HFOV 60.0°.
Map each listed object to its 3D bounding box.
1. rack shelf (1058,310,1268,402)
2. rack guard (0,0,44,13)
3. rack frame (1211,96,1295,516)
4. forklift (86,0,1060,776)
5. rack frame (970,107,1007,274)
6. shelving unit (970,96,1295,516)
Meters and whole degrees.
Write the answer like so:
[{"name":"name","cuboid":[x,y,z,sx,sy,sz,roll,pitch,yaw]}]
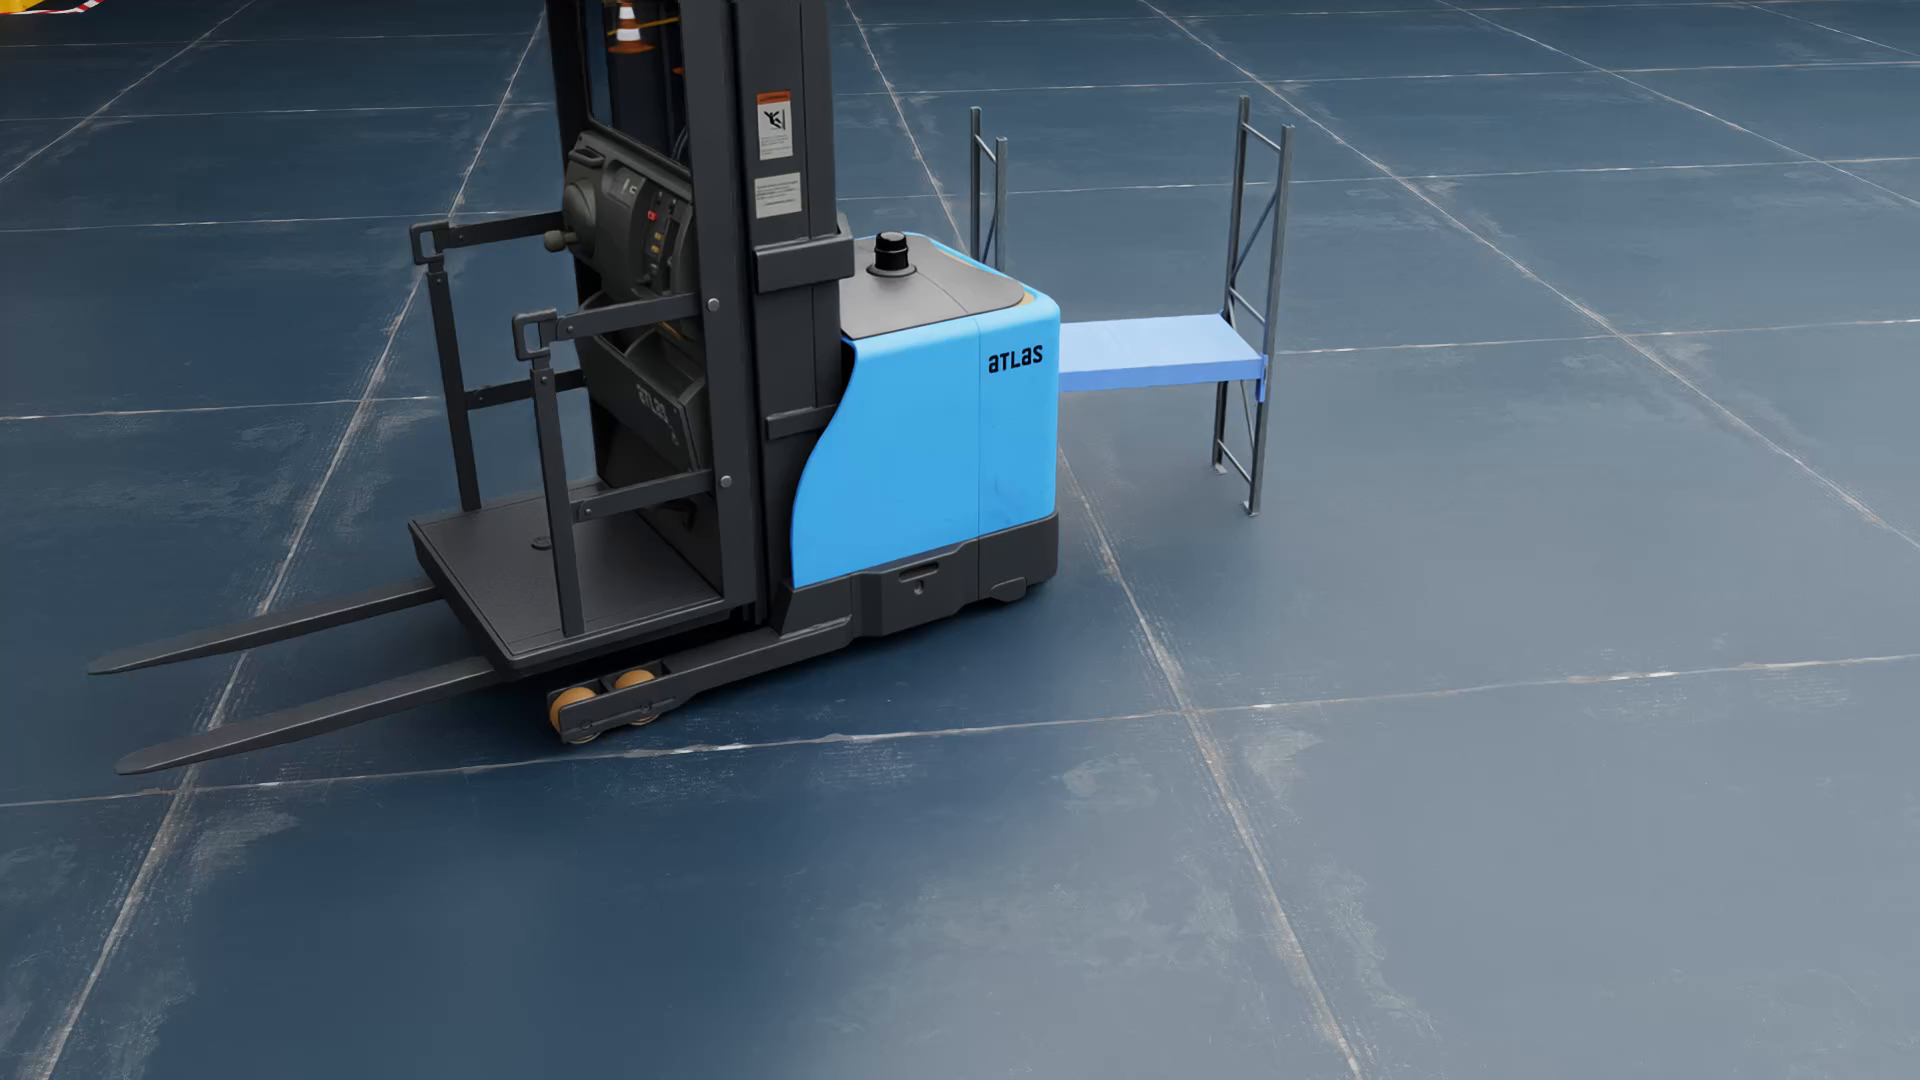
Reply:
[{"name":"rack shelf","cuboid":[0.598,-0.671,6.309,1.000,0.185,0.538,-5,28,-9]},{"name":"rack guard","cuboid":[-9.502,-5.673,16.759,0.348,0.500,1.175,-4,27,-7]},{"name":"rack frame","cuboid":[1.098,-0.873,6.309,0.032,1.500,0.500,-5,28,-9]},{"name":"forklift","cuboid":[-1.179,-0.962,4.914,3.031,2.935,1.130,-16,31,-28]},{"name":"rack frame","cuboid":[0.098,-0.789,6.145,0.032,1.500,0.500,-5,28,-9]},{"name":"shelving unit","cuboid":[0.598,-0.831,6.227,1.048,1.500,0.538,-5,28,-9]}]
